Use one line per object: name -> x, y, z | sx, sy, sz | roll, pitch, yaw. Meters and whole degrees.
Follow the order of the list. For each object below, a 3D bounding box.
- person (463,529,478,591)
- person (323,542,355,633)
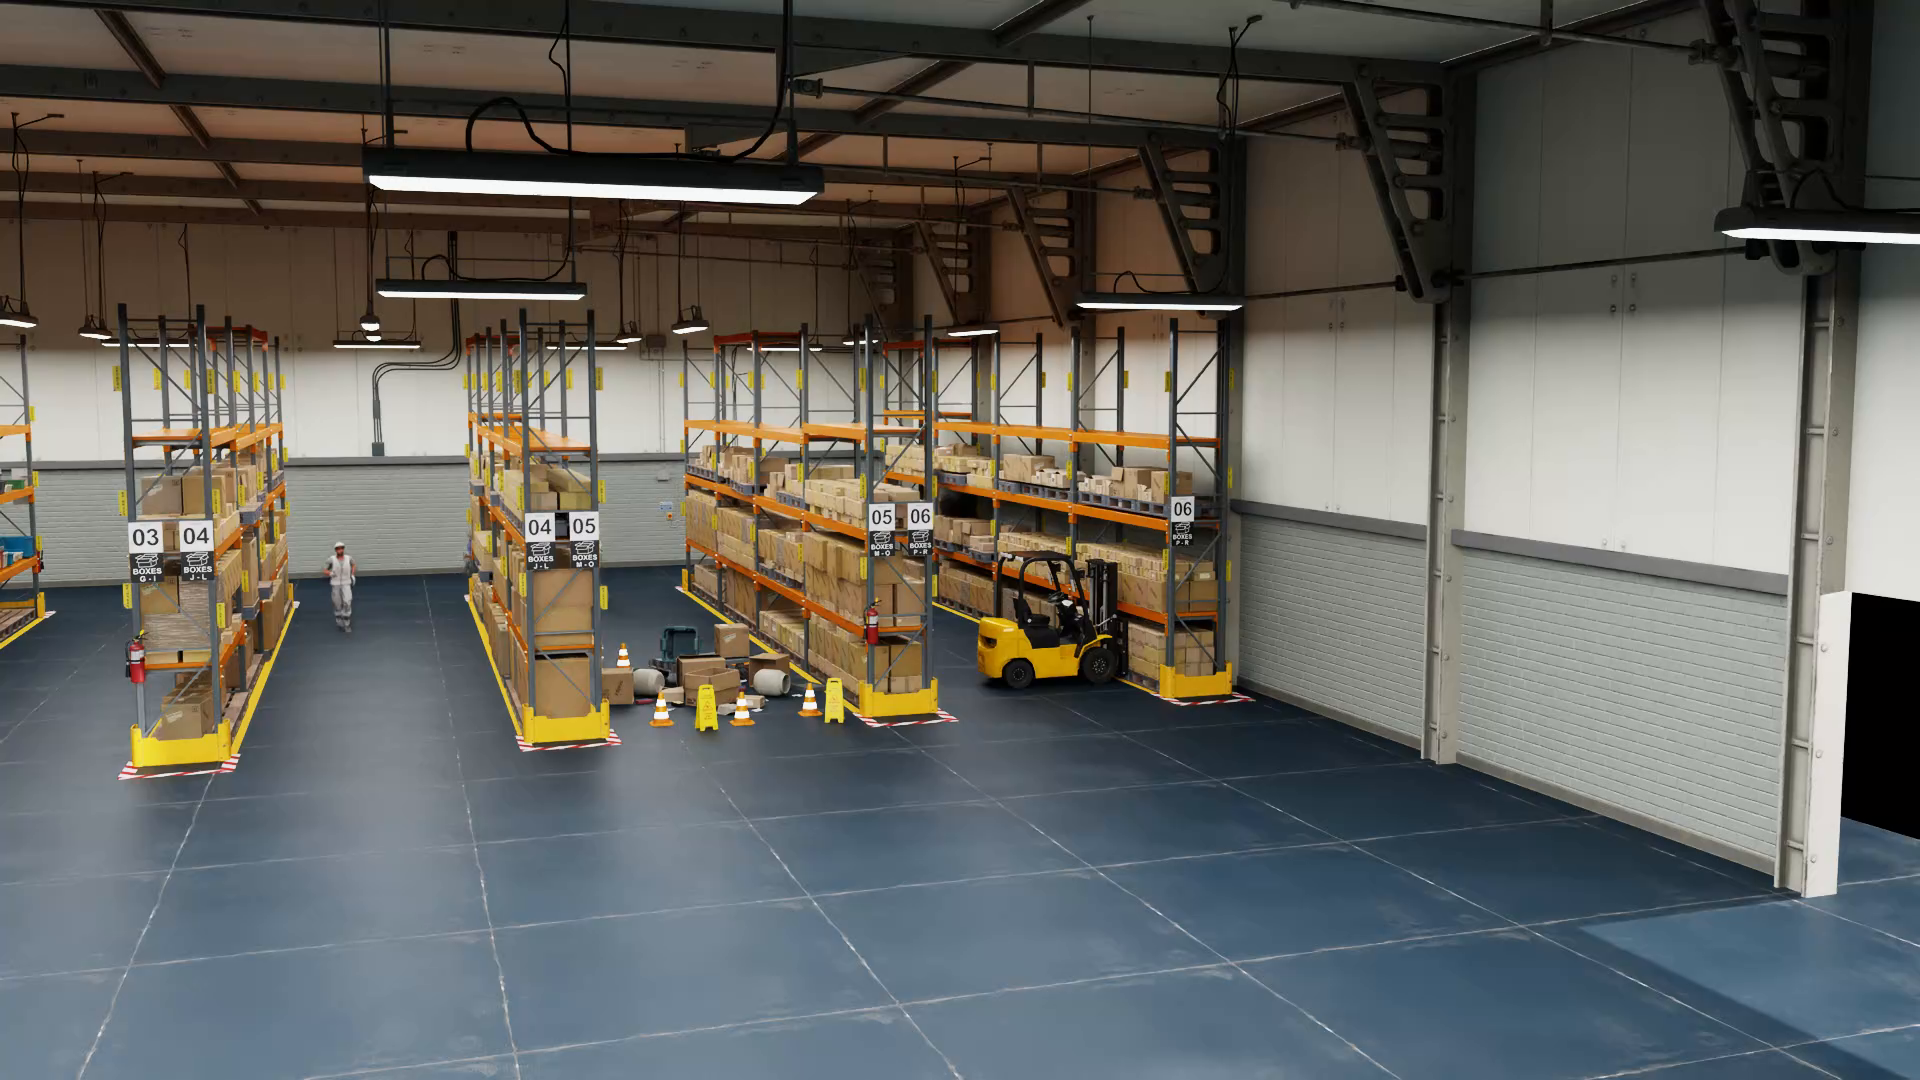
person -> -11.559, 0.474, 39.572 | 0.556, 1.559, 0.674 | -3, 6, -29
person -> -12.471, 0.950, 33.442 | 0.638, 1.841, 0.783 | -2, 6, -24
